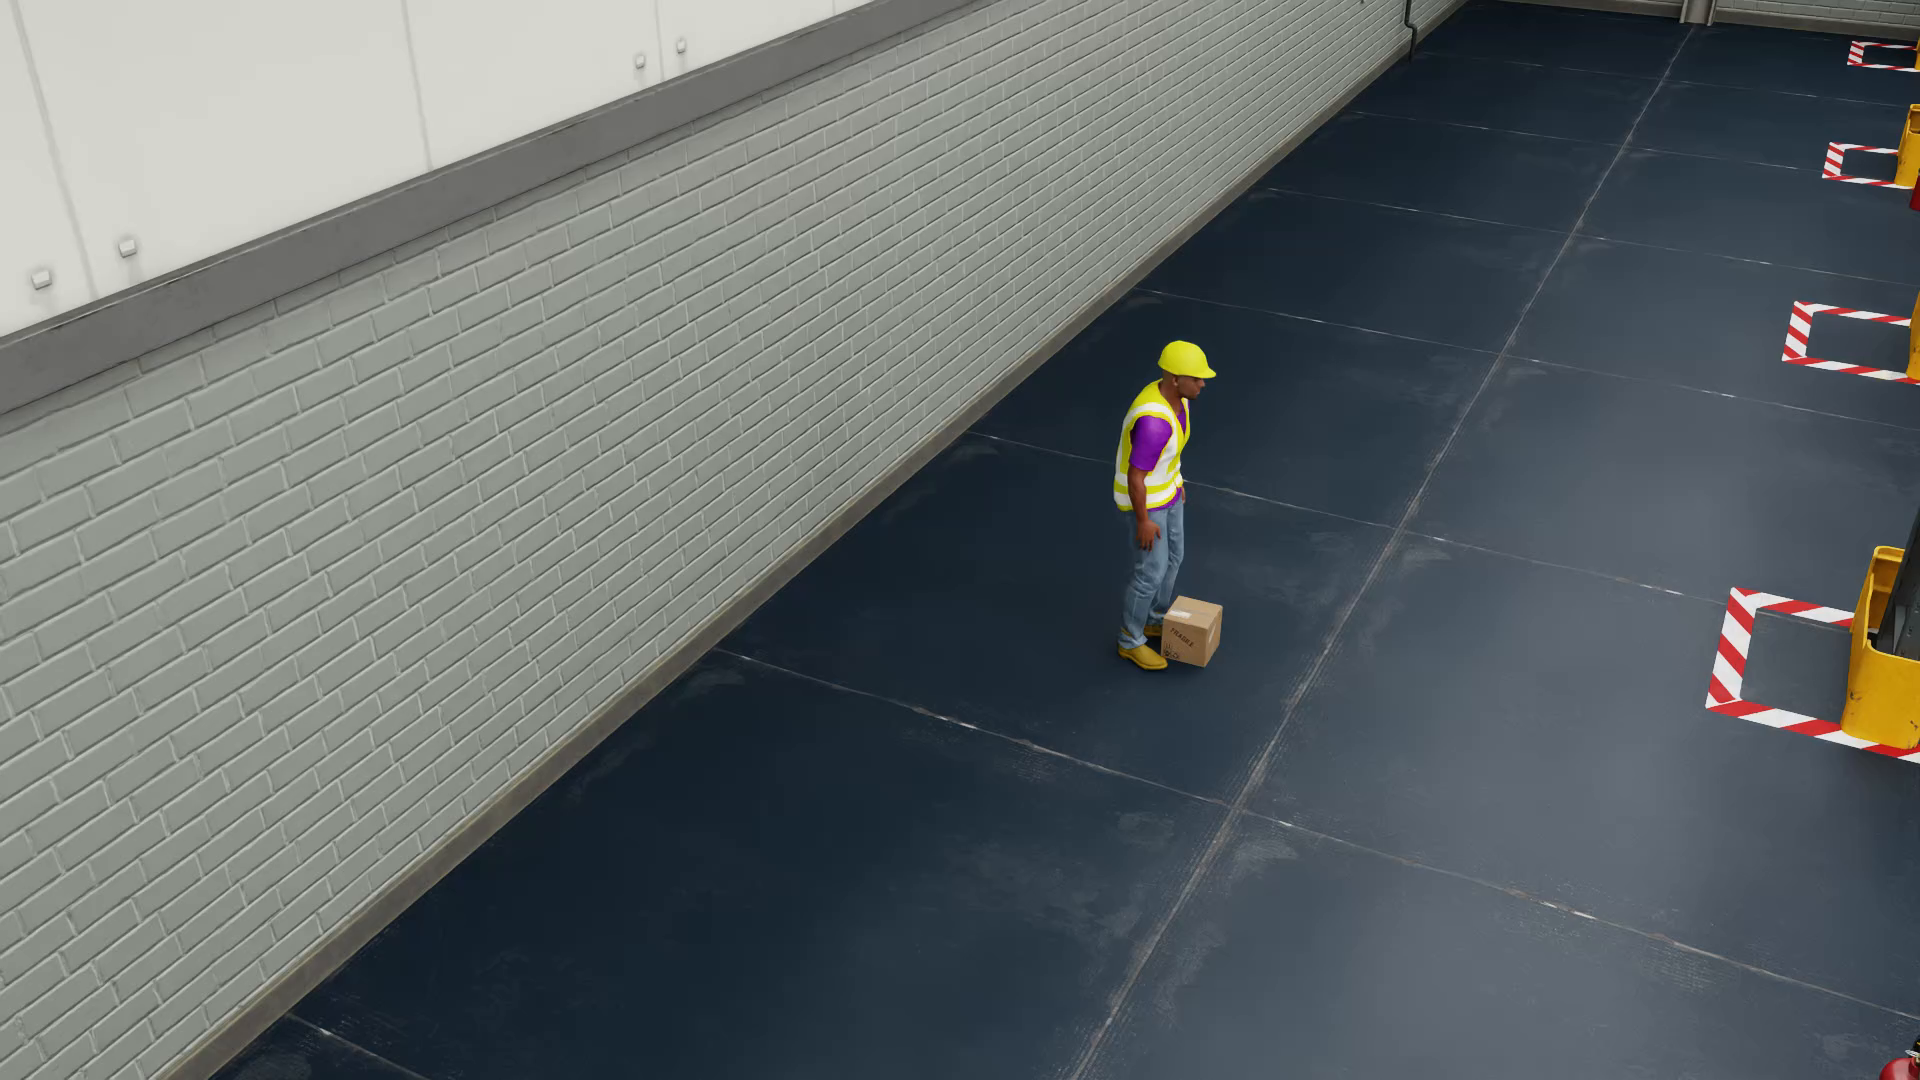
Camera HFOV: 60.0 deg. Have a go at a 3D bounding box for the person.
[{"bbox_3d":[1.038,-0.211,8.643,0.460,1.759,0.624,12,32,21],"label":"person"}]
